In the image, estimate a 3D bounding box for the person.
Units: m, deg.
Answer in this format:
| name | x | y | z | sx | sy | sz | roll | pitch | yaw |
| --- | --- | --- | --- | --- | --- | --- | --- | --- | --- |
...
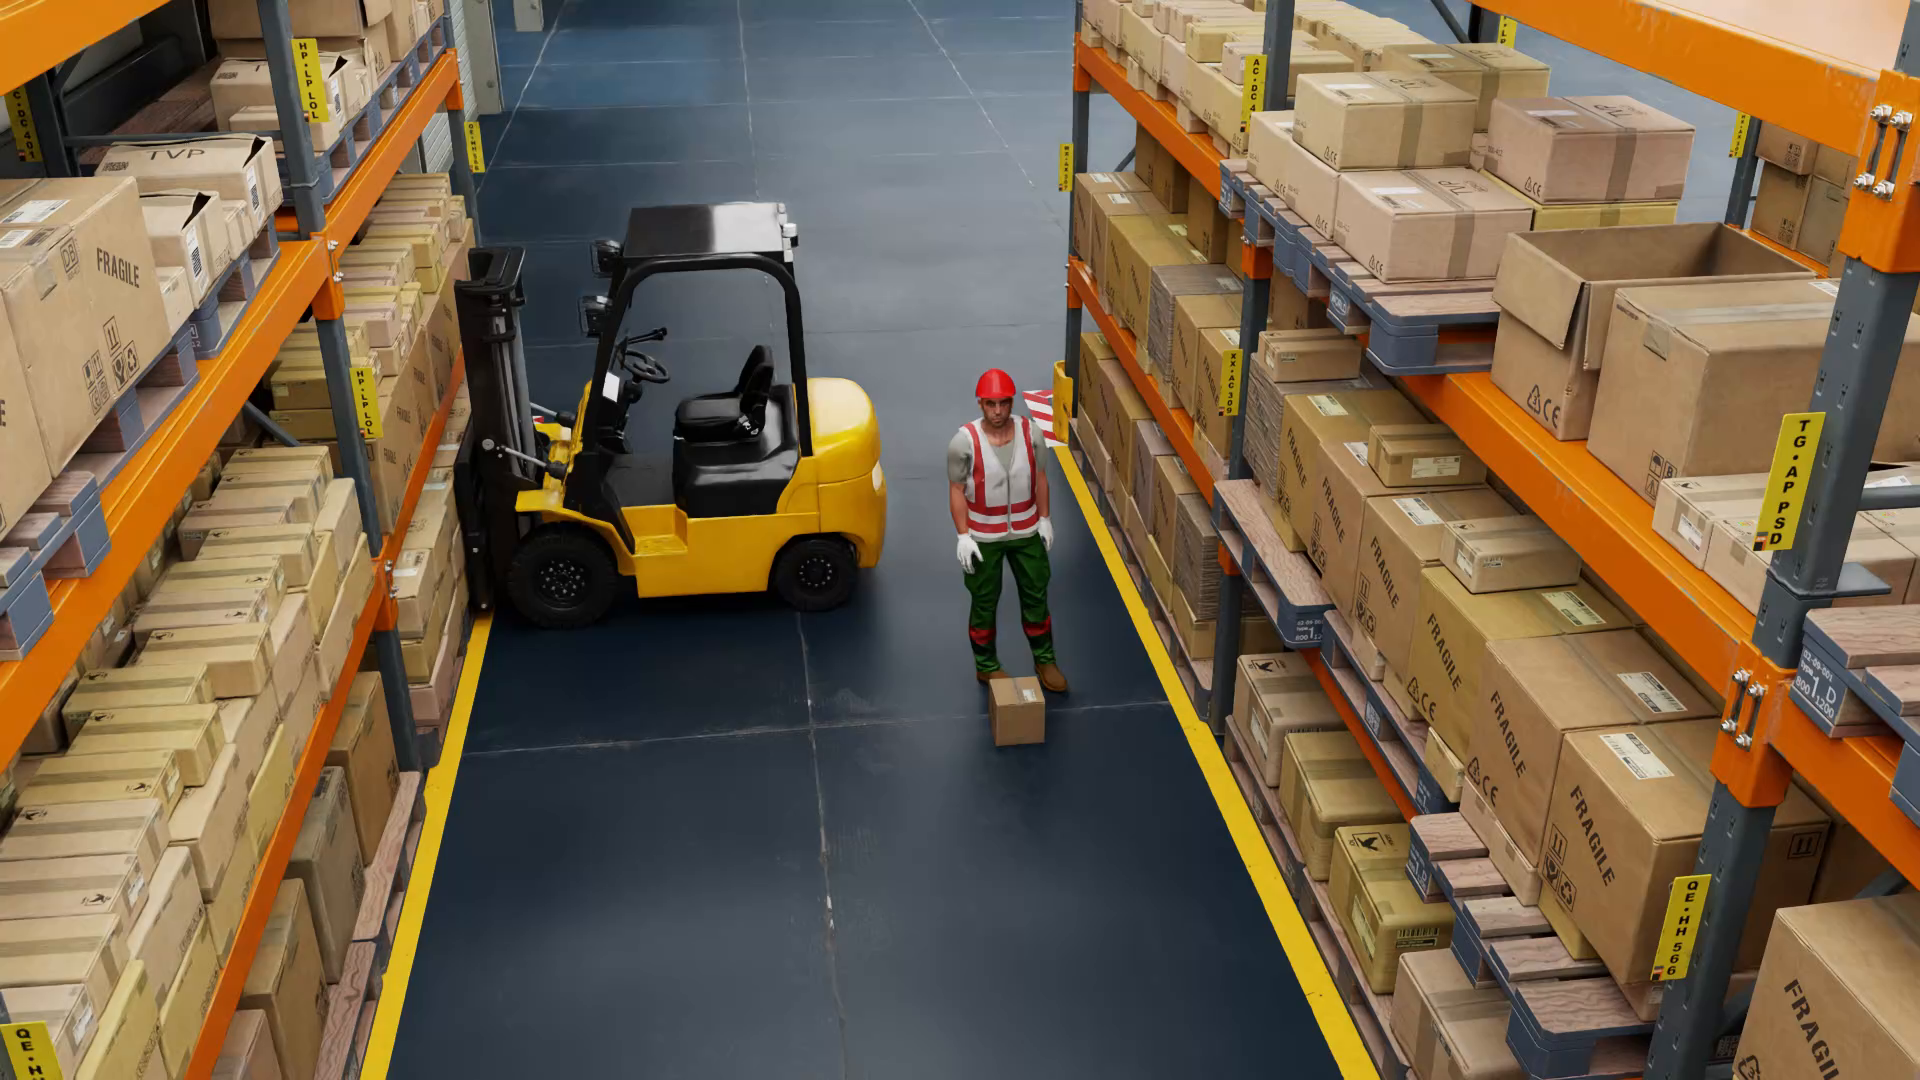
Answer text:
| name | x | y | z | sx | sy | sz | roll | pitch | yaw |
| --- | --- | --- | --- | --- | --- | --- | --- | --- | --- |
| person | 0.252 | -0.027 | 8.609 | 0.610 | 1.794 | 0.406 | -8 | 28 | -15 |
